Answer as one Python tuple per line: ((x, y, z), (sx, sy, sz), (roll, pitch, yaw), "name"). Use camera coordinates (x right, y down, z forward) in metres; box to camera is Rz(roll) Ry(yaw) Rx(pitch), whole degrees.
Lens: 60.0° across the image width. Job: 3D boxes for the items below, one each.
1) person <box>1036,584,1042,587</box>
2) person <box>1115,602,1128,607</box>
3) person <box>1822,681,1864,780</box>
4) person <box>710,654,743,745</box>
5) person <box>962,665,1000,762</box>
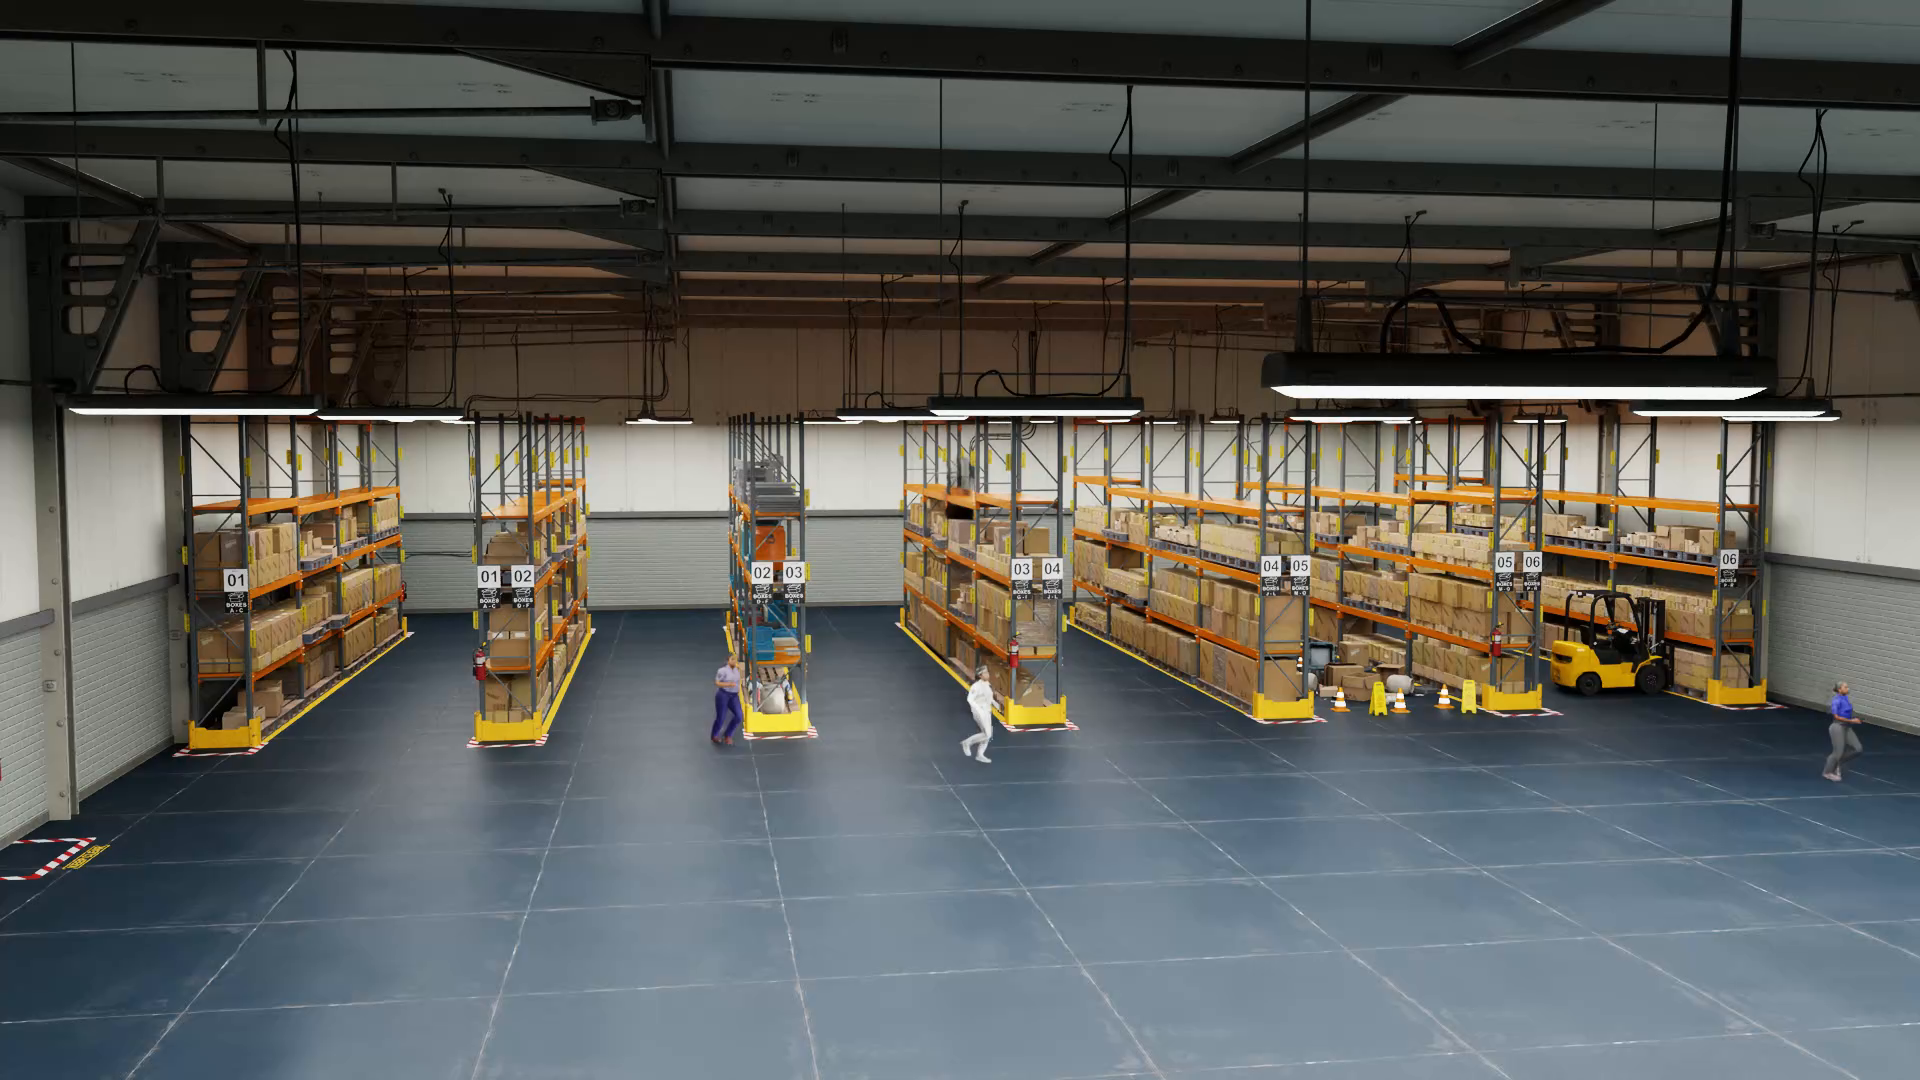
((2.220, 1.745, 46.844), (0.606, 1.636, 0.563), (0, 4, 2), "person")
((4.790, 1.502, 49.394), (0.724, 1.707, 0.656), (-3, 5, -37), "person")
((14.277, 3.079, 26.844), (0.556, 1.619, 0.603), (-3, 5, -39), "person")
((-4.149, 2.886, 30.023), (0.606, 1.668, 0.675), (-3, 5, -41), "person")
((0.372, 2.964, 28.494), (0.588, 1.671, 0.610), (2, 4, 26), "person")
